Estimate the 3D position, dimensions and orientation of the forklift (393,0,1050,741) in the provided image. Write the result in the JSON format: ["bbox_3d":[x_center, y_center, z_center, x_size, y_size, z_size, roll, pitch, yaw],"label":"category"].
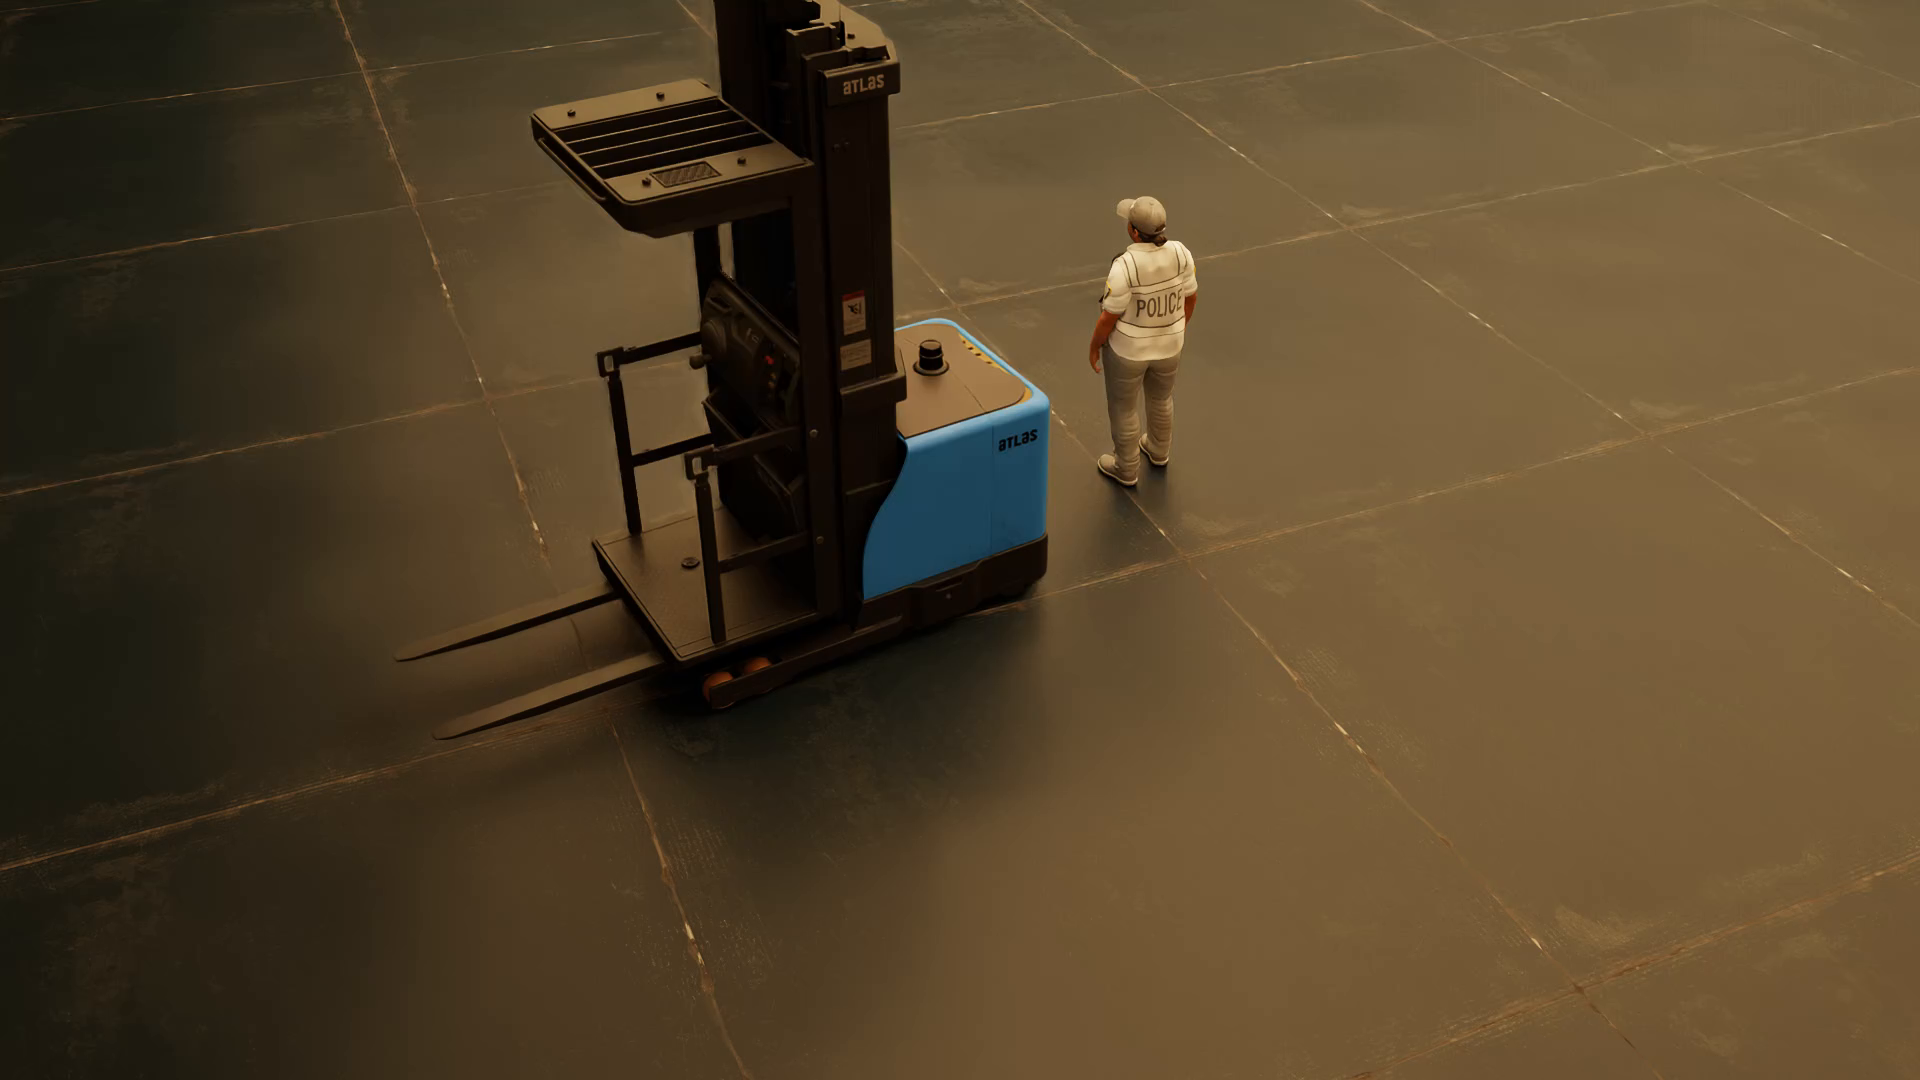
[{"bbox_3d":[-1.096,-0.780,7.196,3.031,2.935,1.130,-19,40,-25],"label":"forklift"}]

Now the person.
[{"bbox_3d":[0.923,-1.052,8.657,0.599,1.670,0.529,-14,38,-18],"label":"person"}]
